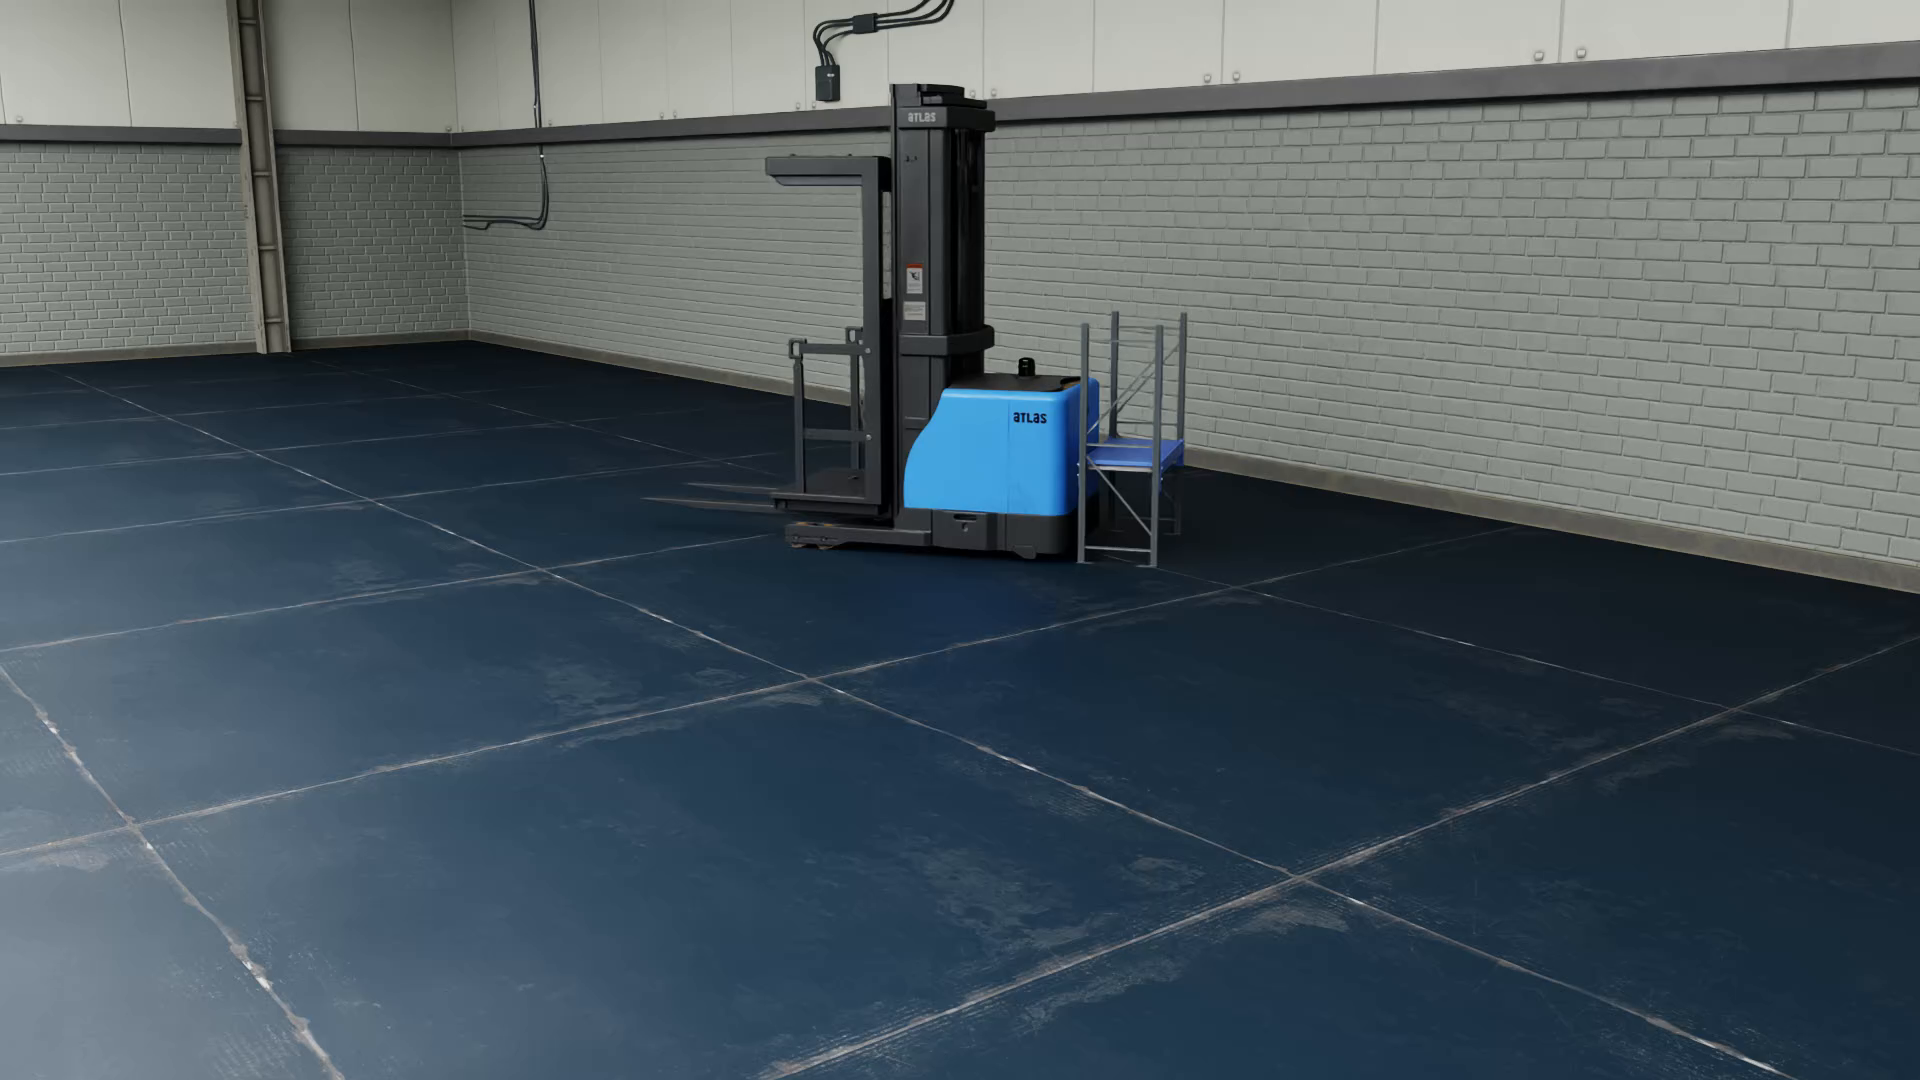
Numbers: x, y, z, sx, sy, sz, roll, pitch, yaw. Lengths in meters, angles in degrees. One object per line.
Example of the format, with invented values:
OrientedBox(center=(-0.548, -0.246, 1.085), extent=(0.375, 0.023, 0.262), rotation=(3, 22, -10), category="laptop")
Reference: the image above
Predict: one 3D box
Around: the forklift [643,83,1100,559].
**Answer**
OrientedBox(center=(-0.633, -1.470, 10.994), extent=(3.031, 2.935, 1.130), rotation=(4, 13, 17), category="forklift")

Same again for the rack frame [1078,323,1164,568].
OrientedBox(center=(0.984, -0.576, 10.231), extent=(0.500, 1.500, 0.032), rotation=(3, 12, 15), category="rack frame")

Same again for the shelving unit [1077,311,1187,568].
OrientedBox(center=(1.120, -0.678, 10.710), extent=(0.538, 1.500, 1.048), rotation=(3, 12, 15), category="shelving unit")

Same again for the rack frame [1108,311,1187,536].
OrientedBox(center=(1.257, -0.780, 11.189), extent=(0.500, 1.500, 0.032), rotation=(3, 12, 15), category="rack frame")

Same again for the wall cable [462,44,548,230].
OrientedBox(center=(-6.692, -5.743, 23.984), extent=(0.112, 2.526, 3.097), rotation=(-9, 15, -38), category="wall cable")

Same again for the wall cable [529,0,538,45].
OrientedBox(center=(-5.002, -7.774, 21.393), extent=(0.112, 2.526, 3.097), rotation=(-9, 15, -38), category="wall cable")

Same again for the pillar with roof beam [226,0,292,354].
OrientedBox(center=(-7.130, -6.396, 19.583), extent=(0.400, 9.000, 9.100), rotation=(-9, 15, -38), category="pillar with roof beam")

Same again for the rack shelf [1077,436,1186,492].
OrientedBox(center=(1.120, -0.502, 10.748), extent=(0.538, 0.185, 1.000), rotation=(3, 12, 15), category="rack shelf")

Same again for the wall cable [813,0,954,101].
OrientedBox(center=(-0.774, -7.383, 16.047), extent=(0.169, 6.003, 2.305), rotation=(-9, 15, -38), category="wall cable")
